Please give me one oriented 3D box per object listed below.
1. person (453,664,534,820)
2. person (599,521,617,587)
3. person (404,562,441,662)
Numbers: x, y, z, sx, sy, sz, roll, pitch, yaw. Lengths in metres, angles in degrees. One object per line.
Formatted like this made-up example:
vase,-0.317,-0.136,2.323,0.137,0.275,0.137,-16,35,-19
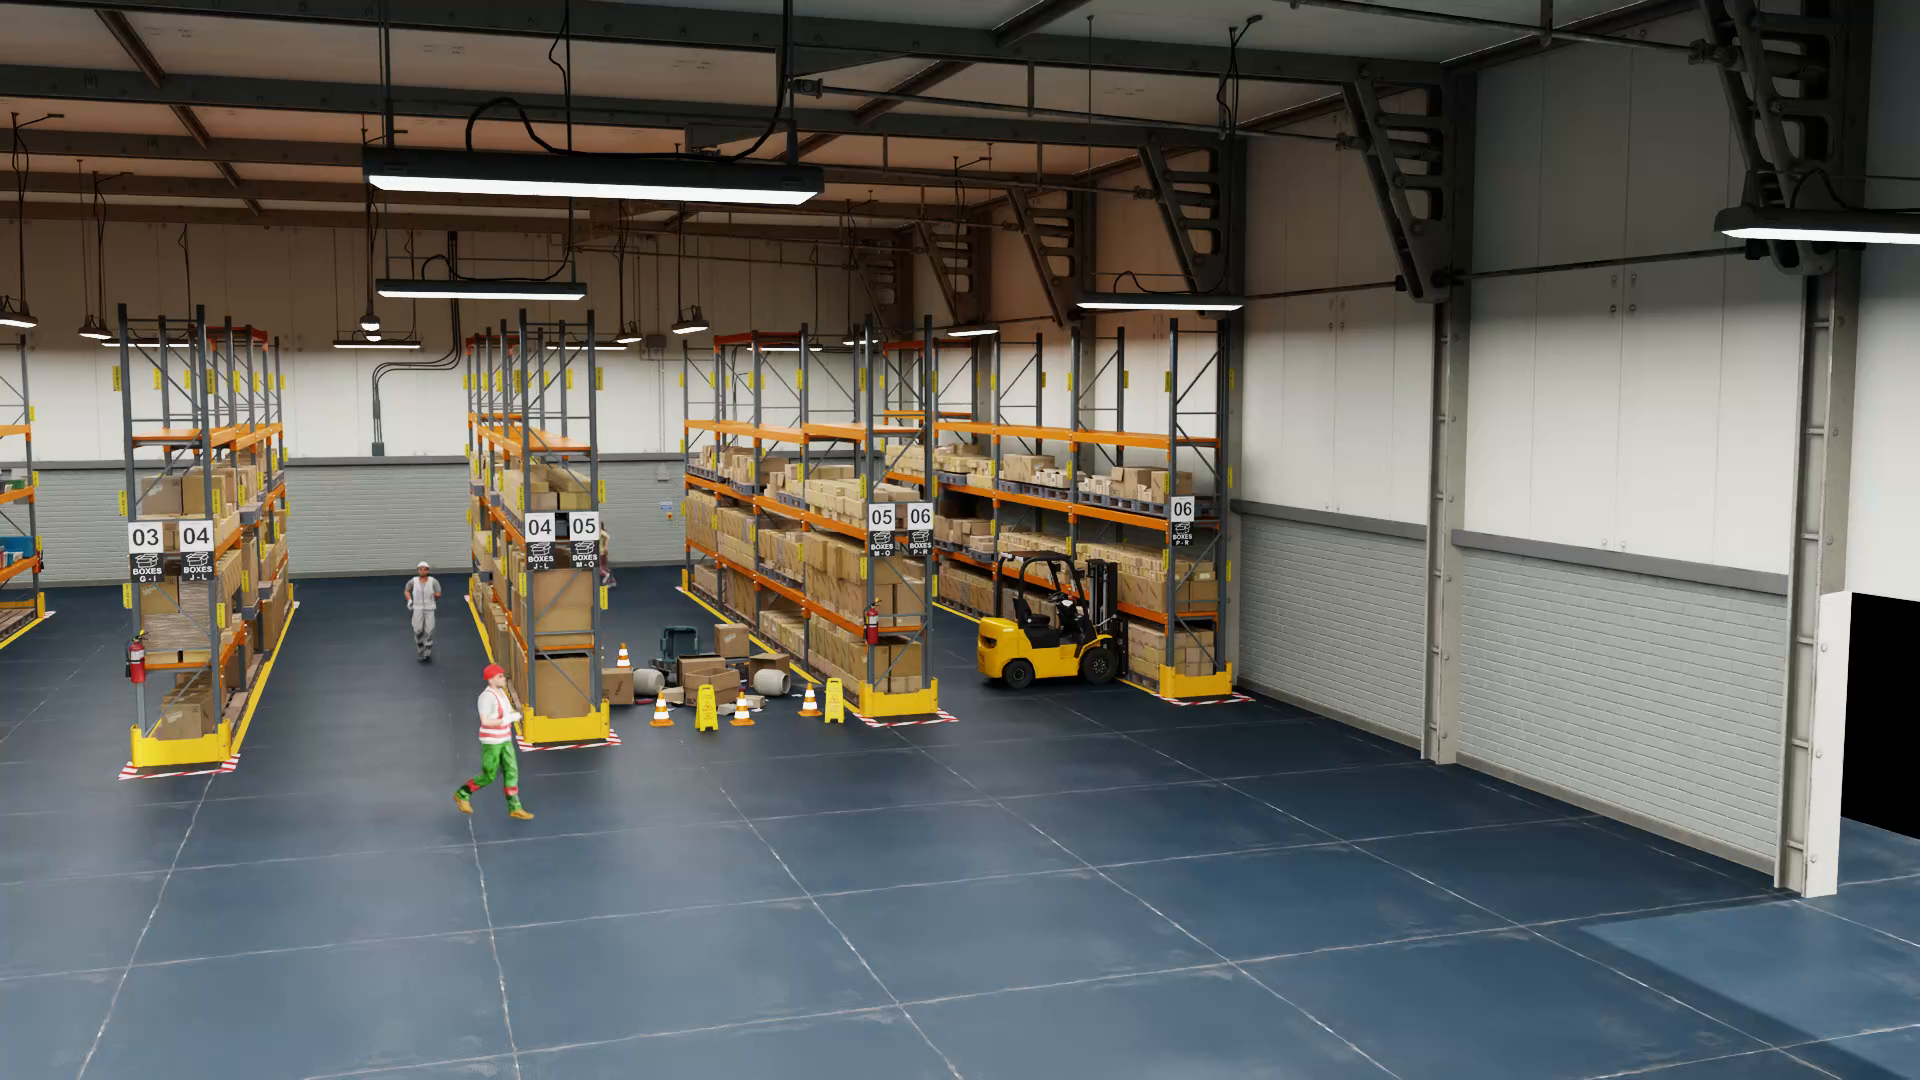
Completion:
person,-5.326,2.294,18.946,0.944,1.774,0.670,1,6,10
person,-8.742,0.346,40.461,0.735,1.622,0.595,-1,6,-13
person,-9.624,1.292,29.830,0.637,1.797,0.659,-2,6,-17
